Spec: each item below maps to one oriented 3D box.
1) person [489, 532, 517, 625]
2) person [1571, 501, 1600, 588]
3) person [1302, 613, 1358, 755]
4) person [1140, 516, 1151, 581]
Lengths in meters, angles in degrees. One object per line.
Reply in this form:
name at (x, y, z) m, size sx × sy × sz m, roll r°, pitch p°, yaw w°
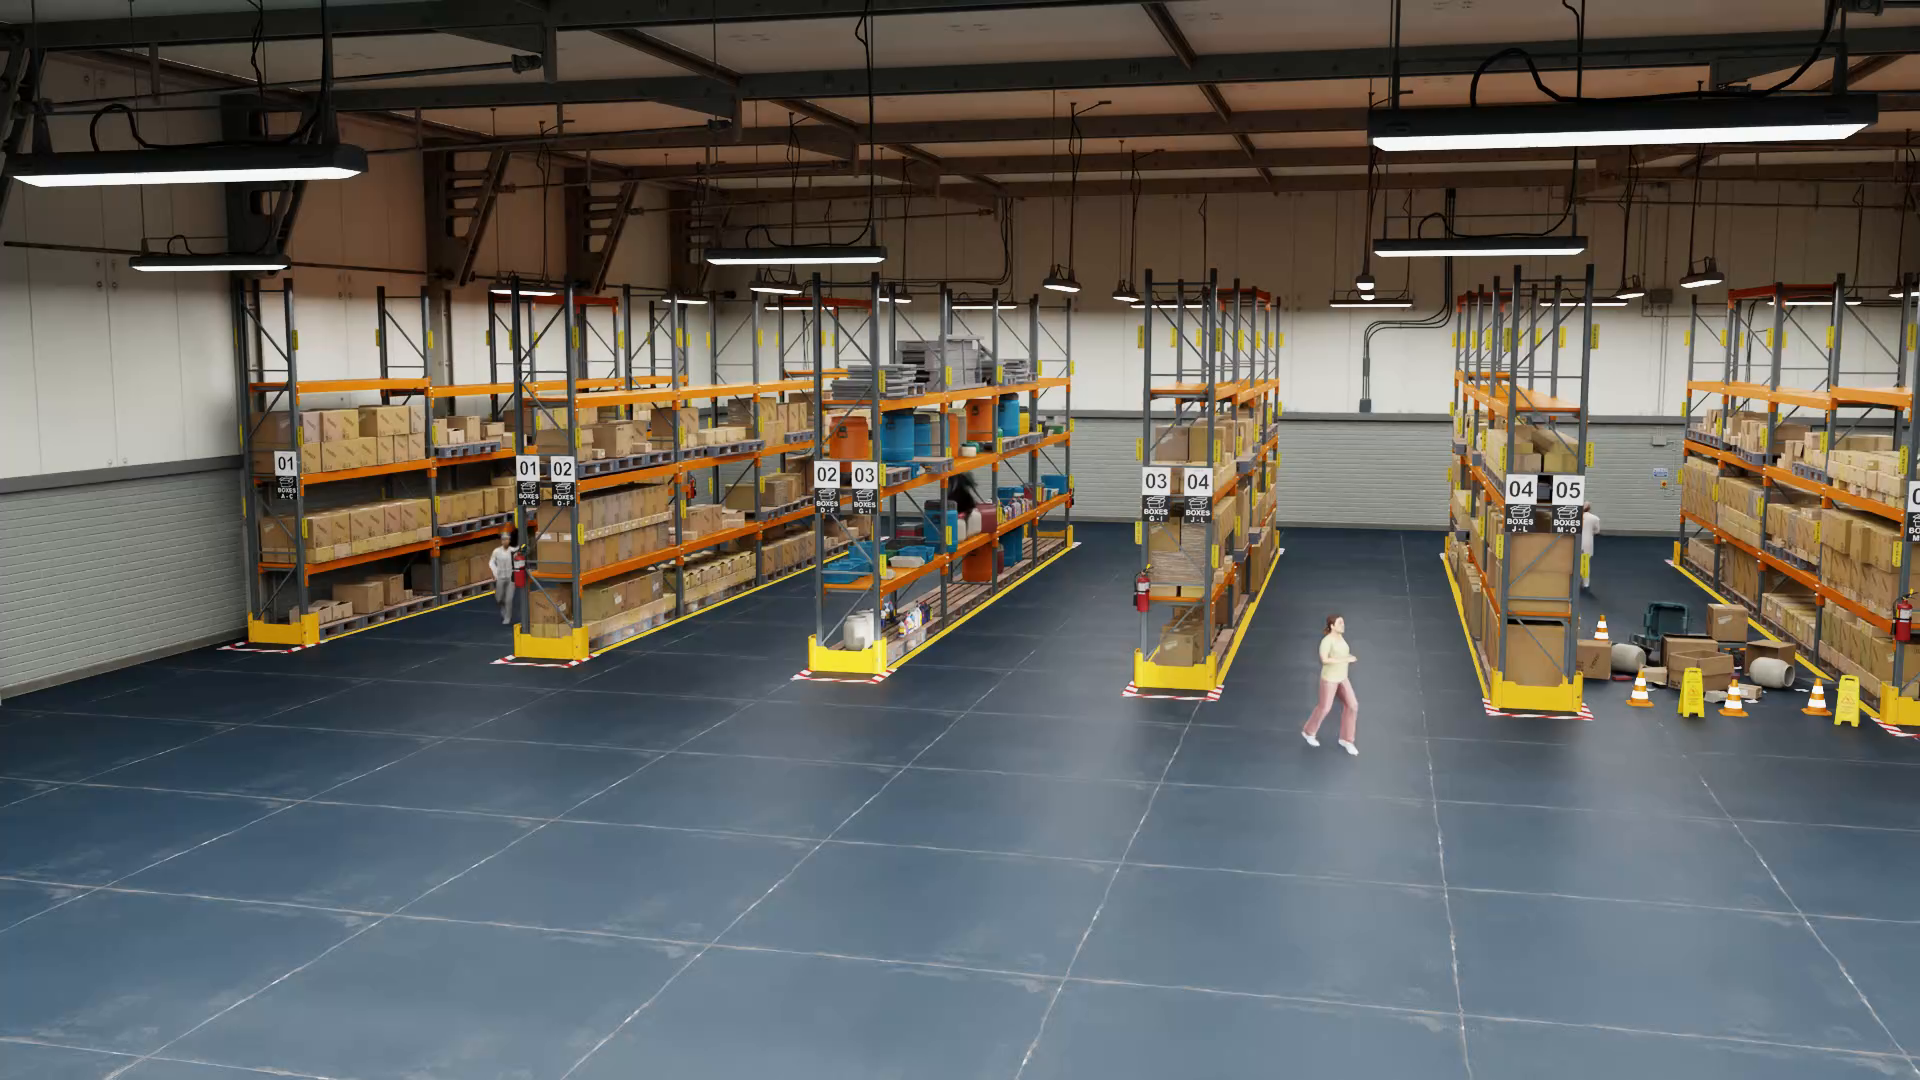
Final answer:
person at (-8.015, 0.661, 29.407) m, size 0.601 × 1.652 × 0.543 m, roll -1°, pitch 7°, yaw -9°
person at (12.606, 0.084, 33.725) m, size 0.684 × 1.763 × 0.766 m, roll 1°, pitch 7°, yaw 11°
person at (4.521, 1.743, 20.295) m, size 0.591 × 1.731 × 0.758 m, roll -6°, pitch 9°, yaw -42°
person at (4.135, -0.056, 35.040) m, size 0.726 × 1.754 × 0.955 m, roll 1°, pitch 7°, yaw 10°
